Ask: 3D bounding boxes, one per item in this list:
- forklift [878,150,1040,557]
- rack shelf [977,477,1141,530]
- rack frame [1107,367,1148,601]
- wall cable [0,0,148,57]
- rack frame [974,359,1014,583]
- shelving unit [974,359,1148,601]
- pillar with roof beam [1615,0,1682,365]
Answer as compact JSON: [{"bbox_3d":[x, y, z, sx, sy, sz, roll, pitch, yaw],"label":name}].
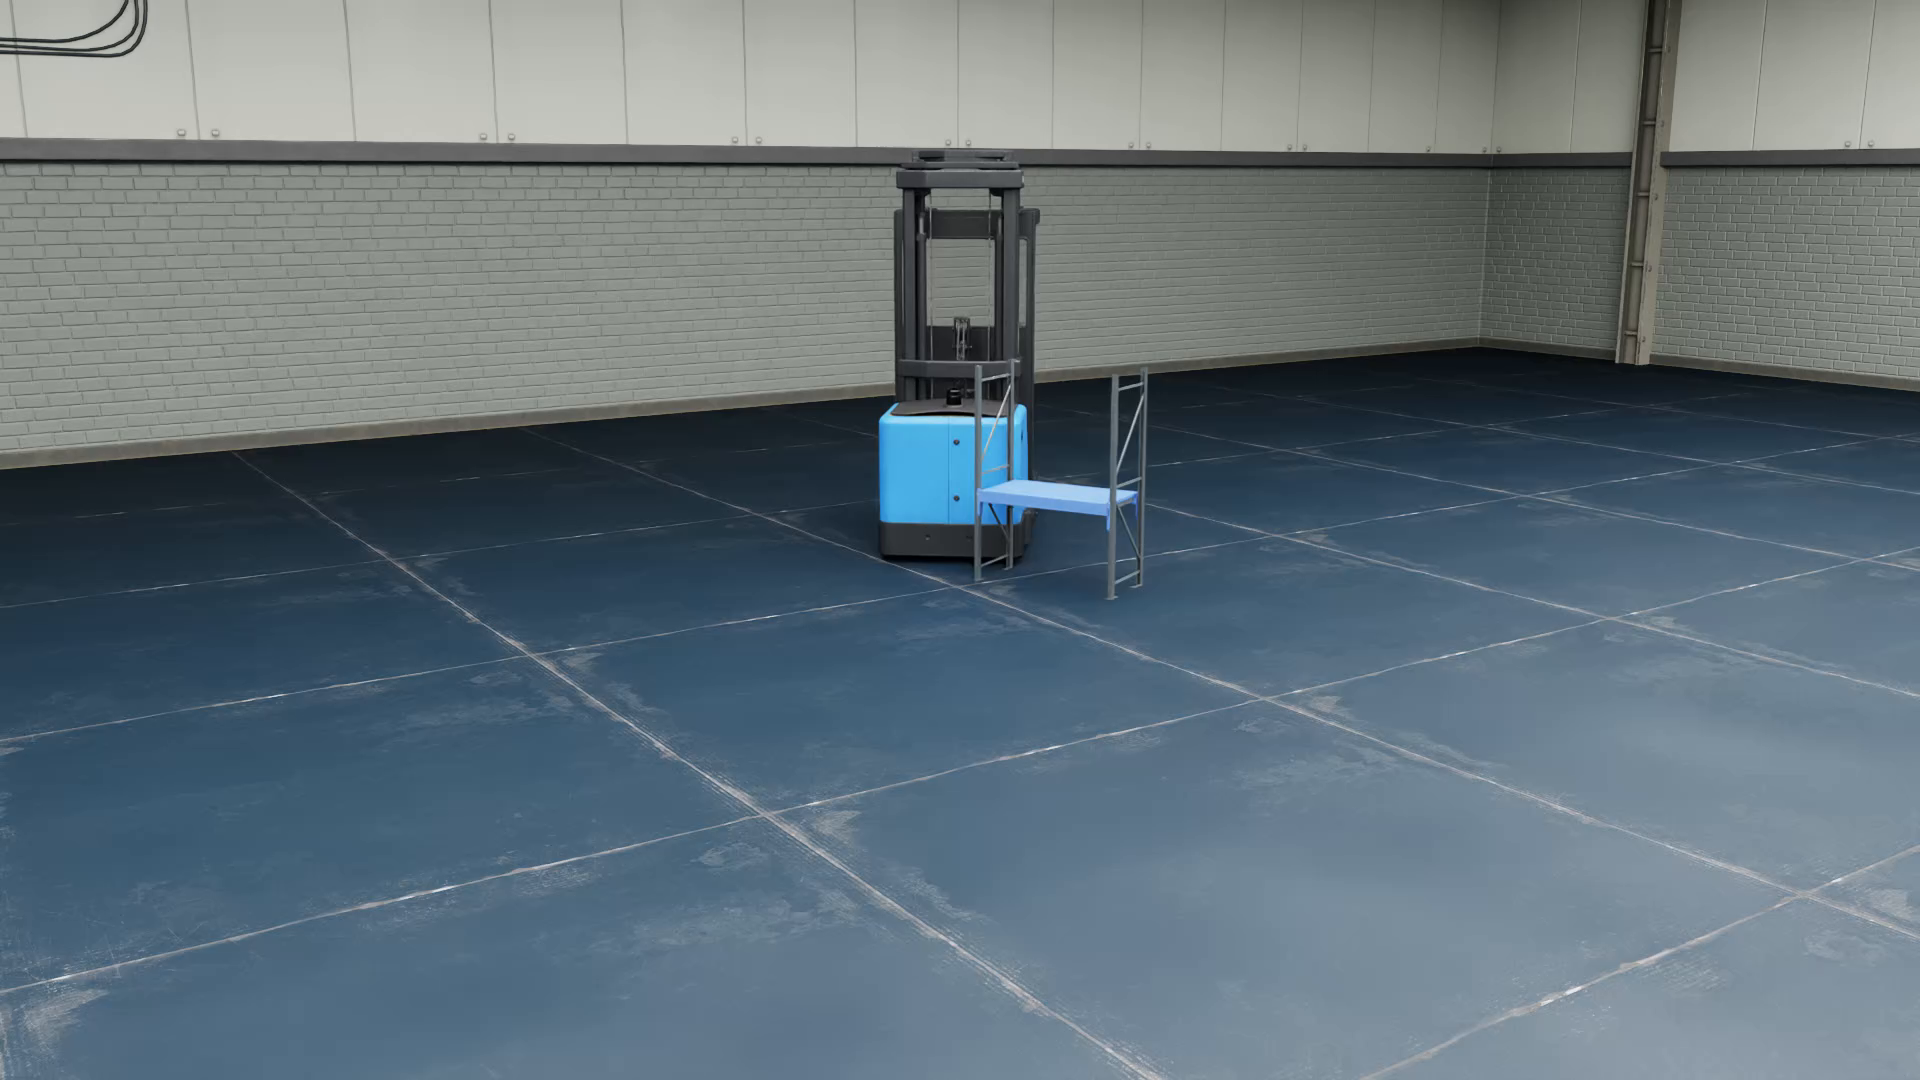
[{"bbox_3d":[0.059,-1.565,13.156,1.130,2.935,3.031,1,12,5],"label":"forklift"},{"bbox_3d":[0.677,-0.255,11.357,1.000,0.185,0.538,7,14,30],"label":"rack shelf"},{"bbox_3d":[1.116,-0.375,11.067,0.032,1.500,0.500,7,14,30],"label":"rack frame"},{"bbox_3d":[-8.722,-6.791,14.889,2.305,6.003,0.169,-8,15,-33],"label":"wall cable"},{"bbox_3d":[0.239,-0.485,11.570,0.032,1.500,0.500,7,14,30],"label":"rack frame"},{"bbox_3d":[0.677,-0.430,11.319,1.048,1.500,0.538,7,14,30],"label":"shelving unit"},{"bbox_3d":[6.537,-6.547,21.735,9.100,9.000,0.400,-8,15,-33],"label":"pillar with roof beam"}]
